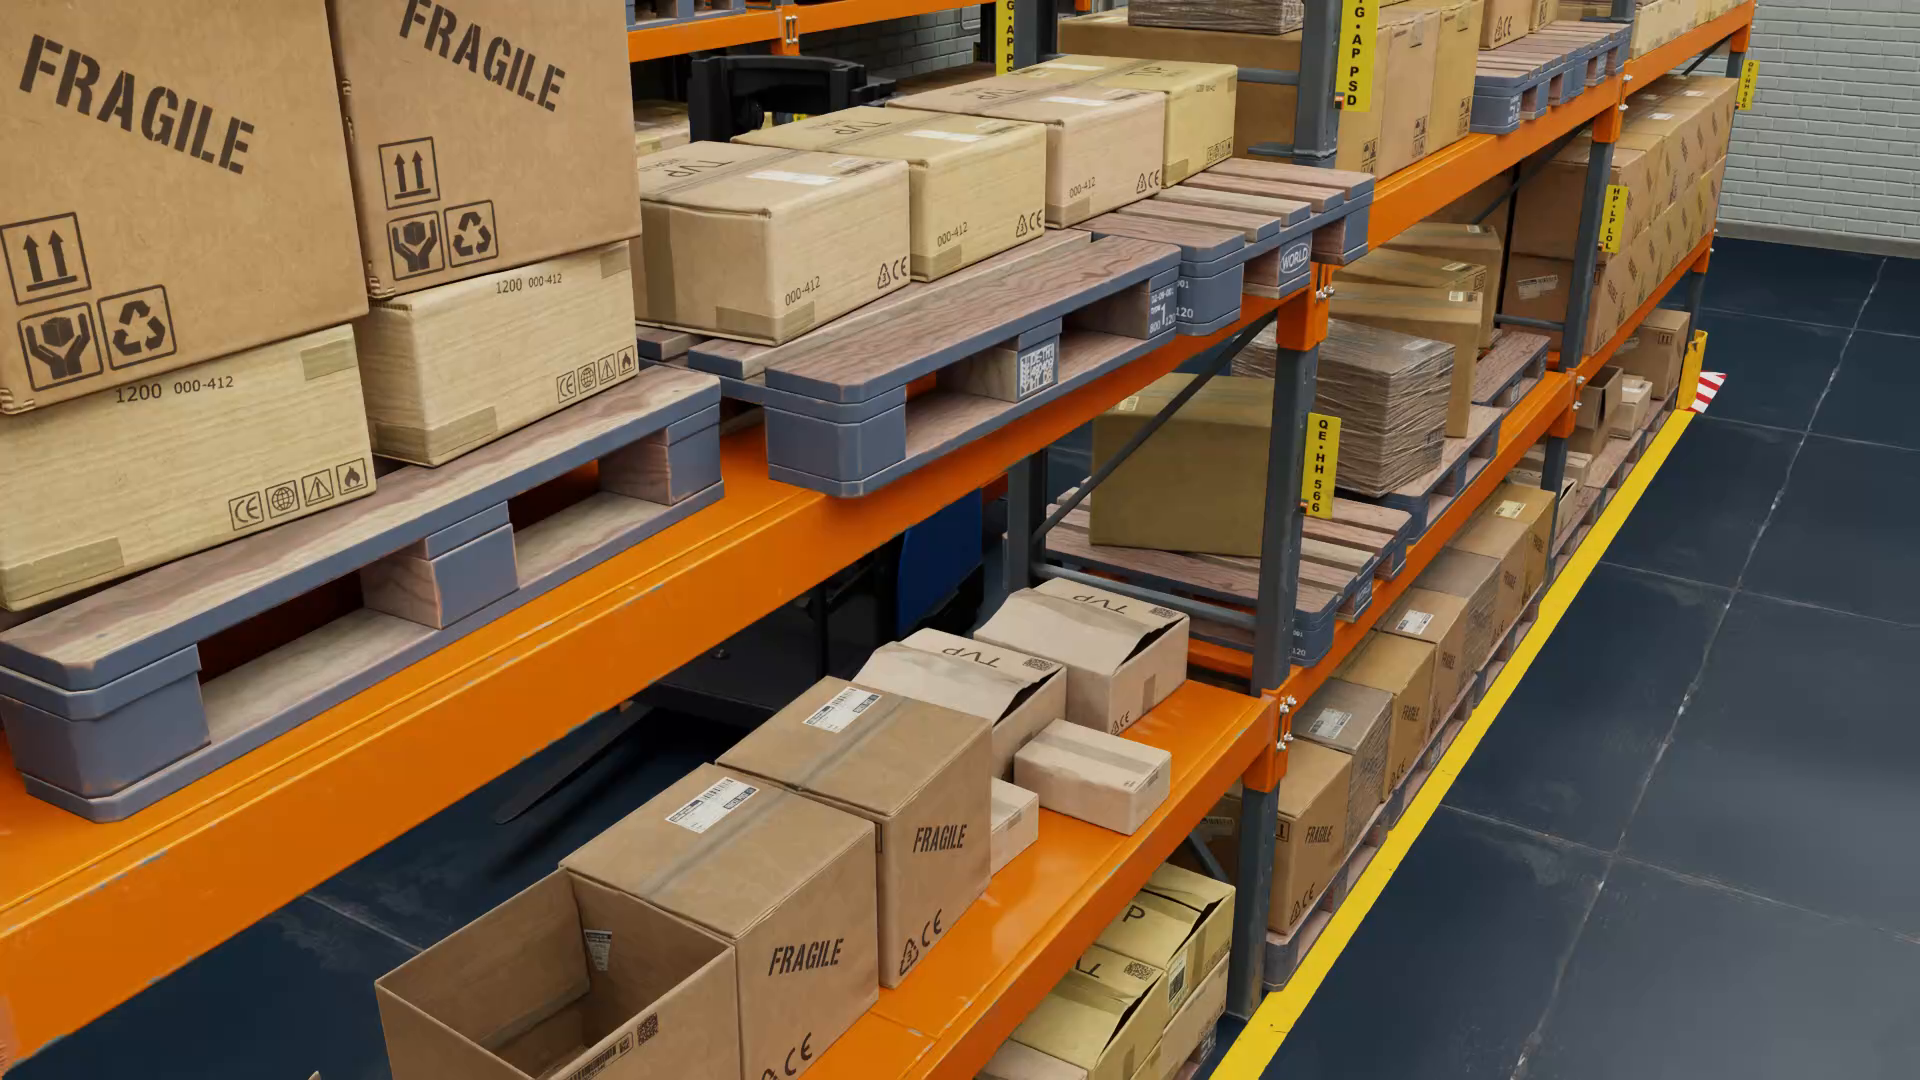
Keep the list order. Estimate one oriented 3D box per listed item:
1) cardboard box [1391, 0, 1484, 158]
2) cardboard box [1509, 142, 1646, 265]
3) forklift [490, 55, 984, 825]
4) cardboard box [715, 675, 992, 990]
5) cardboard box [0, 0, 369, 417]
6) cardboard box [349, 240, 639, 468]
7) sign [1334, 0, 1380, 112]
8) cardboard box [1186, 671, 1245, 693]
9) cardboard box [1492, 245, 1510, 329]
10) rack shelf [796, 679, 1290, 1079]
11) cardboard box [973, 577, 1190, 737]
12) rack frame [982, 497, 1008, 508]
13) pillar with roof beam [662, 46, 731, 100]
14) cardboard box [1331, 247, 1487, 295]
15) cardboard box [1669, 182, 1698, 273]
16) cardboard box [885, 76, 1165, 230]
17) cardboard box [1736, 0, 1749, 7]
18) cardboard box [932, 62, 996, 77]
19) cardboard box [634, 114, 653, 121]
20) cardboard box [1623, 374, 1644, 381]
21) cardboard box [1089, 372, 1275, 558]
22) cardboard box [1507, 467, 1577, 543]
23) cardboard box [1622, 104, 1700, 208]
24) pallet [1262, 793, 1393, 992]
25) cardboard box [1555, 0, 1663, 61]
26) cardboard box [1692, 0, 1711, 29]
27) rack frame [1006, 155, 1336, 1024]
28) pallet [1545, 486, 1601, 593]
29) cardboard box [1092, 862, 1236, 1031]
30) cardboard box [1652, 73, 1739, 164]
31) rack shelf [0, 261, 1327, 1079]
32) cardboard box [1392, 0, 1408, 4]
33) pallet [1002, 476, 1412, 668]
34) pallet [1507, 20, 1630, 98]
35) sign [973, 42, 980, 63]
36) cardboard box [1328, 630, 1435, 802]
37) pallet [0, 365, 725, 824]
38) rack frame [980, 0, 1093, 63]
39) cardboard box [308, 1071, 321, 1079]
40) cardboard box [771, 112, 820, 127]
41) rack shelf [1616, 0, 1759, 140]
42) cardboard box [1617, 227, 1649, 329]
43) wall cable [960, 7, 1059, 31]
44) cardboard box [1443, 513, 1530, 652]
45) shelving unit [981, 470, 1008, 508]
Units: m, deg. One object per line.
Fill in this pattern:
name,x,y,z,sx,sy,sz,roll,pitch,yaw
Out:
cardboard box,1.361,-1.730,6.070,0.910,0.500,0.500,14,27,29
cardboard box,3.213,-1.761,8.658,0.500,0.500,0.500,15,27,30
forklift,-0.942,-0.518,7.257,1.130,2.935,3.031,10,25,22
cardboard box,-0.255,0.718,4.190,0.500,0.500,0.500,12,26,26
cardboard box,-1.135,-0.501,2.071,0.500,0.500,0.500,14,27,30
cardboard box,-0.874,-0.348,2.664,0.500,0.250,0.500,11,26,24
sign,1.083,-1.337,4.537,0.100,0.325,0.005,14,27,29
cardboard box,0.936,0.410,6.675,0.500,0.250,0.500,15,28,31
cardboard box,2.771,-1.425,9.139,0.500,0.500,0.500,14,27,30
rack shelf,-0.439,1.199,4.110,1.077,0.370,4.000,14,27,29
cardboard box,0.387,0.348,5.282,0.500,0.311,0.500,16,28,32
rack frame,0.272,-0.690,9.928,0.500,1.125,0.032,14,27,29
pillar with roof beam,1.807,-4.461,8.729,9.100,9.000,0.400,14,27,29
cardboard box,1.977,-1.036,7.714,0.700,0.500,0.500,19,30,37
cardboard box,4.292,-2.001,10.470,0.500,0.500,0.500,14,27,29
cardboard box,0.163,-0.961,4.078,0.500,0.250,0.500,15,27,30
cardboard box,4.789,-3.585,10.669,0.500,0.250,0.500,14,27,29
cardboard box,0.365,-3.506,13.696,0.980,0.700,0.700,15,28,31
cardboard box,-2.219,-2.450,10.164,0.500,0.250,0.500,14,27,30
cardboard box,4.468,-1.055,11.424,0.380,0.166,0.250,14,27,29
cardboard box,0.852,-0.281,5.969,0.700,0.500,0.500,5,24,11
cardboard box,3.131,-0.220,9.314,0.500,0.311,0.500,14,27,29
cardboard box,4.028,-2.283,9.864,0.500,0.500,0.500,15,27,31
pallet,1.042,1.230,6.644,1.003,0.211,1.213,14,27,29
cardboard box,3.193,-2.576,8.338,0.500,0.250,0.500,14,27,29
cardboard box,3.986,-3.082,9.507,0.500,0.250,0.500,14,27,29
rack frame,0.616,0.194,5.526,1.000,3.000,0.127,14,27,29
pallet,3.089,-0.108,9.734,1.003,0.211,1.213,14,27,29
cardboard box,0.549,1.234,5.350,0.500,0.311,0.500,15,27,30
cardboard box,4.835,-2.803,11.065,0.500,0.500,0.500,14,27,29
rack shelf,-0.439,-0.177,3.514,1.077,0.370,4.000,14,27,29
cardboard box,1.389,-2.178,5.844,0.500,0.500,0.500,14,27,29
pallet,0.914,0.038,6.127,1.213,0.211,1.003,14,27,29
pallet,2.322,-2.241,7.612,1.213,0.211,1.003,14,27,29
sign,0.157,-4.095,14.244,0.100,0.325,0.005,14,27,29
cardboard box,1.639,0.699,6.952,0.500,0.500,0.500,13,27,28
pallet,-1.040,-0.045,2.544,0.805,0.209,1.217,13,26,27
rack frame,0.625,-3.543,14.159,1.000,3.000,0.127,14,27,29
cardboard box,-1.186,1.270,3.209,0.396,0.266,0.258,13,27,28
cardboard box,-1.185,-2.510,11.395,0.980,0.700,0.700,14,27,30
rack shelf,3.781,-2.878,9.751,1.077,0.370,4.000,14,27,29
cardboard box,3.494,-1.490,9.291,0.500,0.500,0.500,14,27,30
wall cable,0.497,-4.640,15.413,0.084,1.984,1.851,14,27,29
cardboard box,2.441,0.181,8.149,0.500,0.500,0.500,14,27,29
shelving unit,0.004,-0.518,9.532,0.538,1.125,1.048,14,27,29
